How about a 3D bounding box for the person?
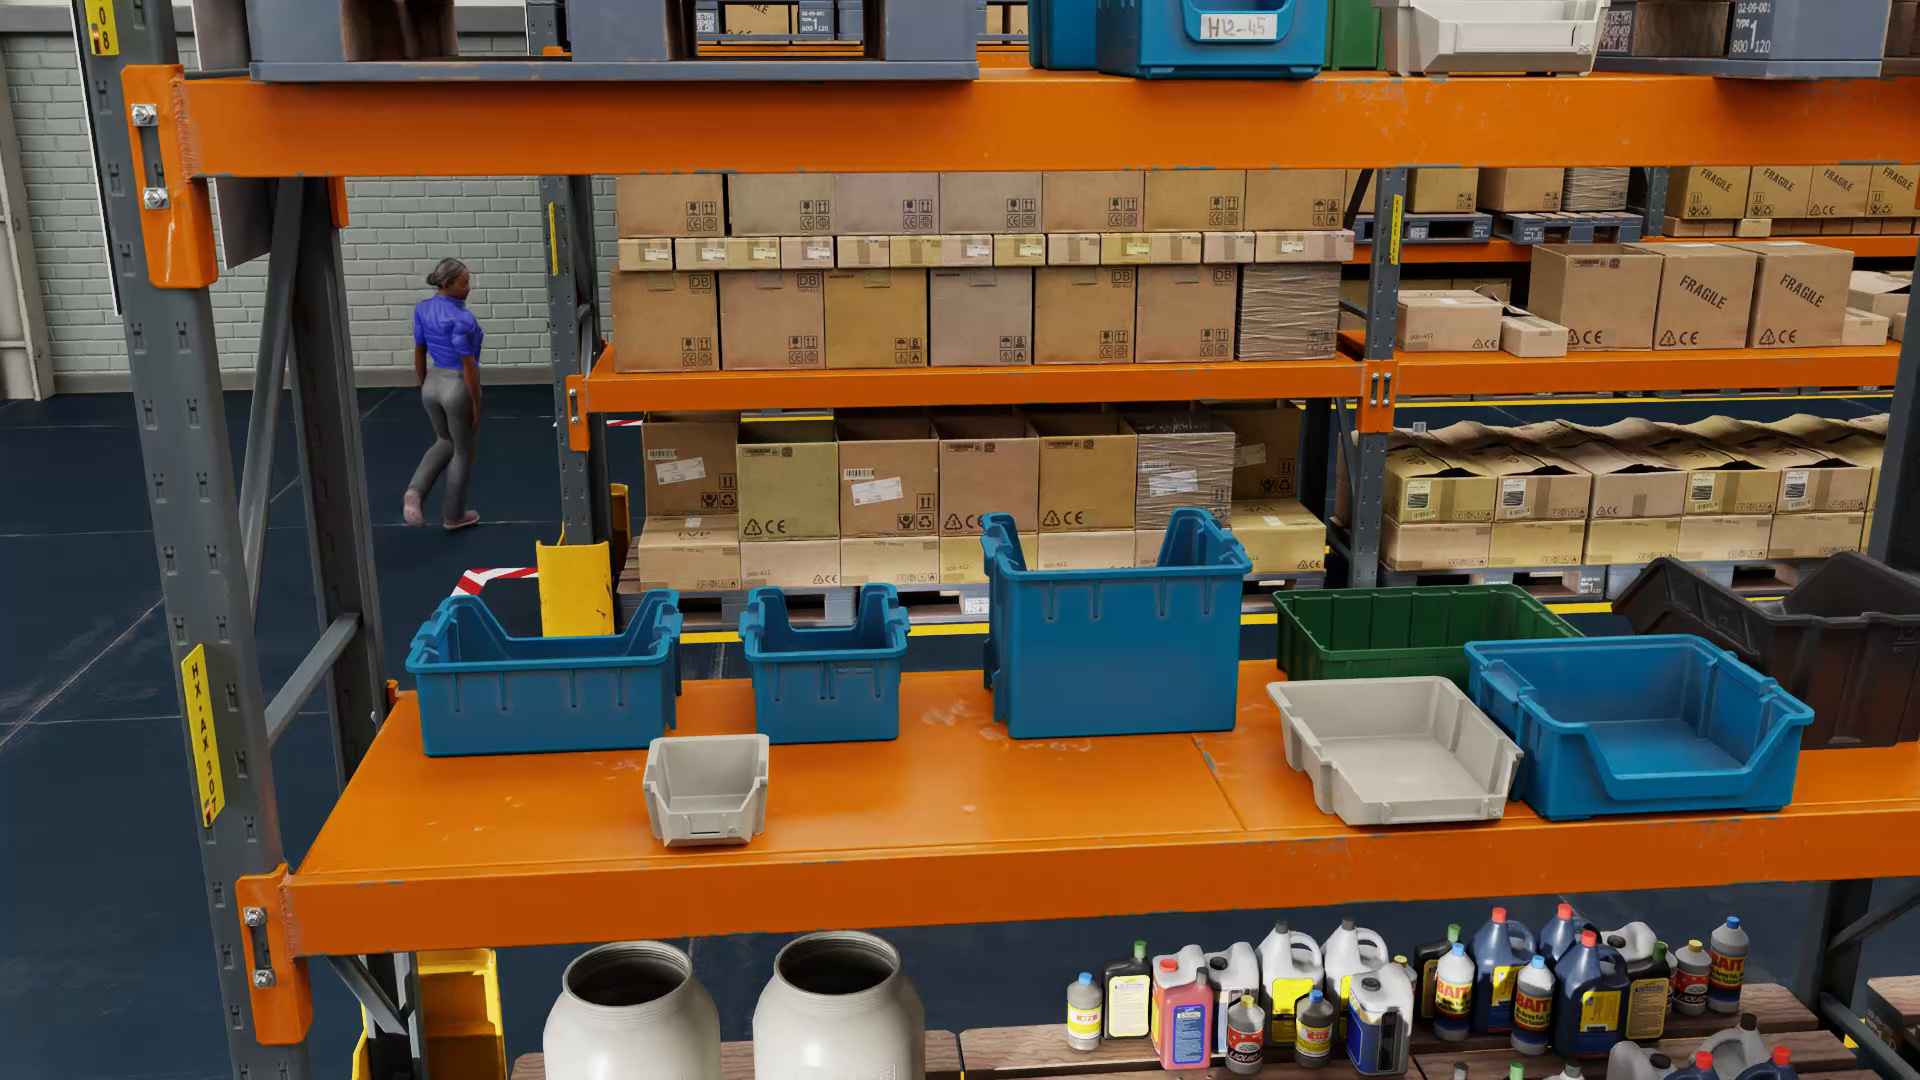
[{"bbox_3d":[-2.997,-0.836,9.741,0.520,1.636,0.508,8,19,25],"label":"person"}]
